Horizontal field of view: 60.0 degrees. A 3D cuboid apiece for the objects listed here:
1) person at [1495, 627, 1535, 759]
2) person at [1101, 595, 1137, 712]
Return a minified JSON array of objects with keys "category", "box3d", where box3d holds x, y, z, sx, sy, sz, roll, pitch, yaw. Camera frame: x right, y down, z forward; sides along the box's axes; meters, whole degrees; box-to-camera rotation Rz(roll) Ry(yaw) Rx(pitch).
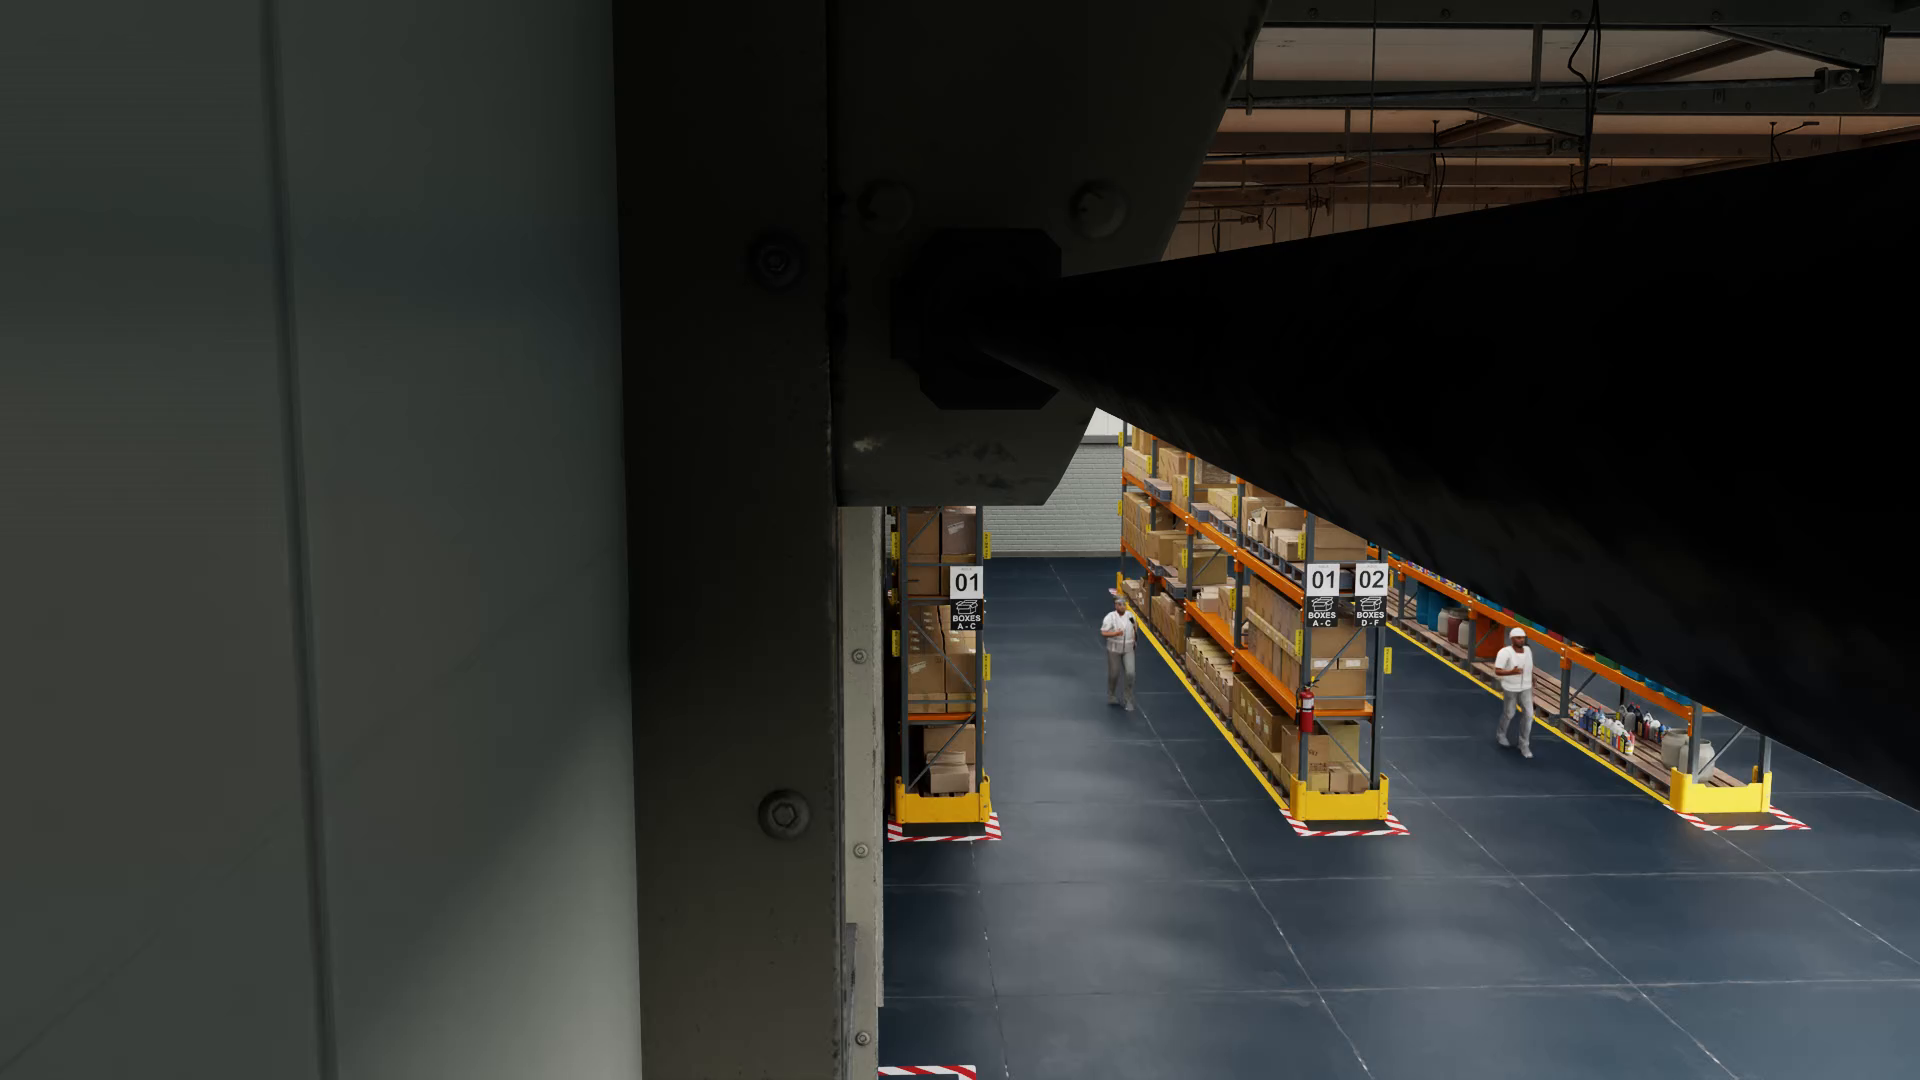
[{"category":"person","box3d":[7.895,2.142,23.617,0.677,1.823,0.738,-1,8,-8]},{"category":"person","box3d":[2.536,1.769,26.282,0.642,1.835,0.762,-1,8,-9]}]
